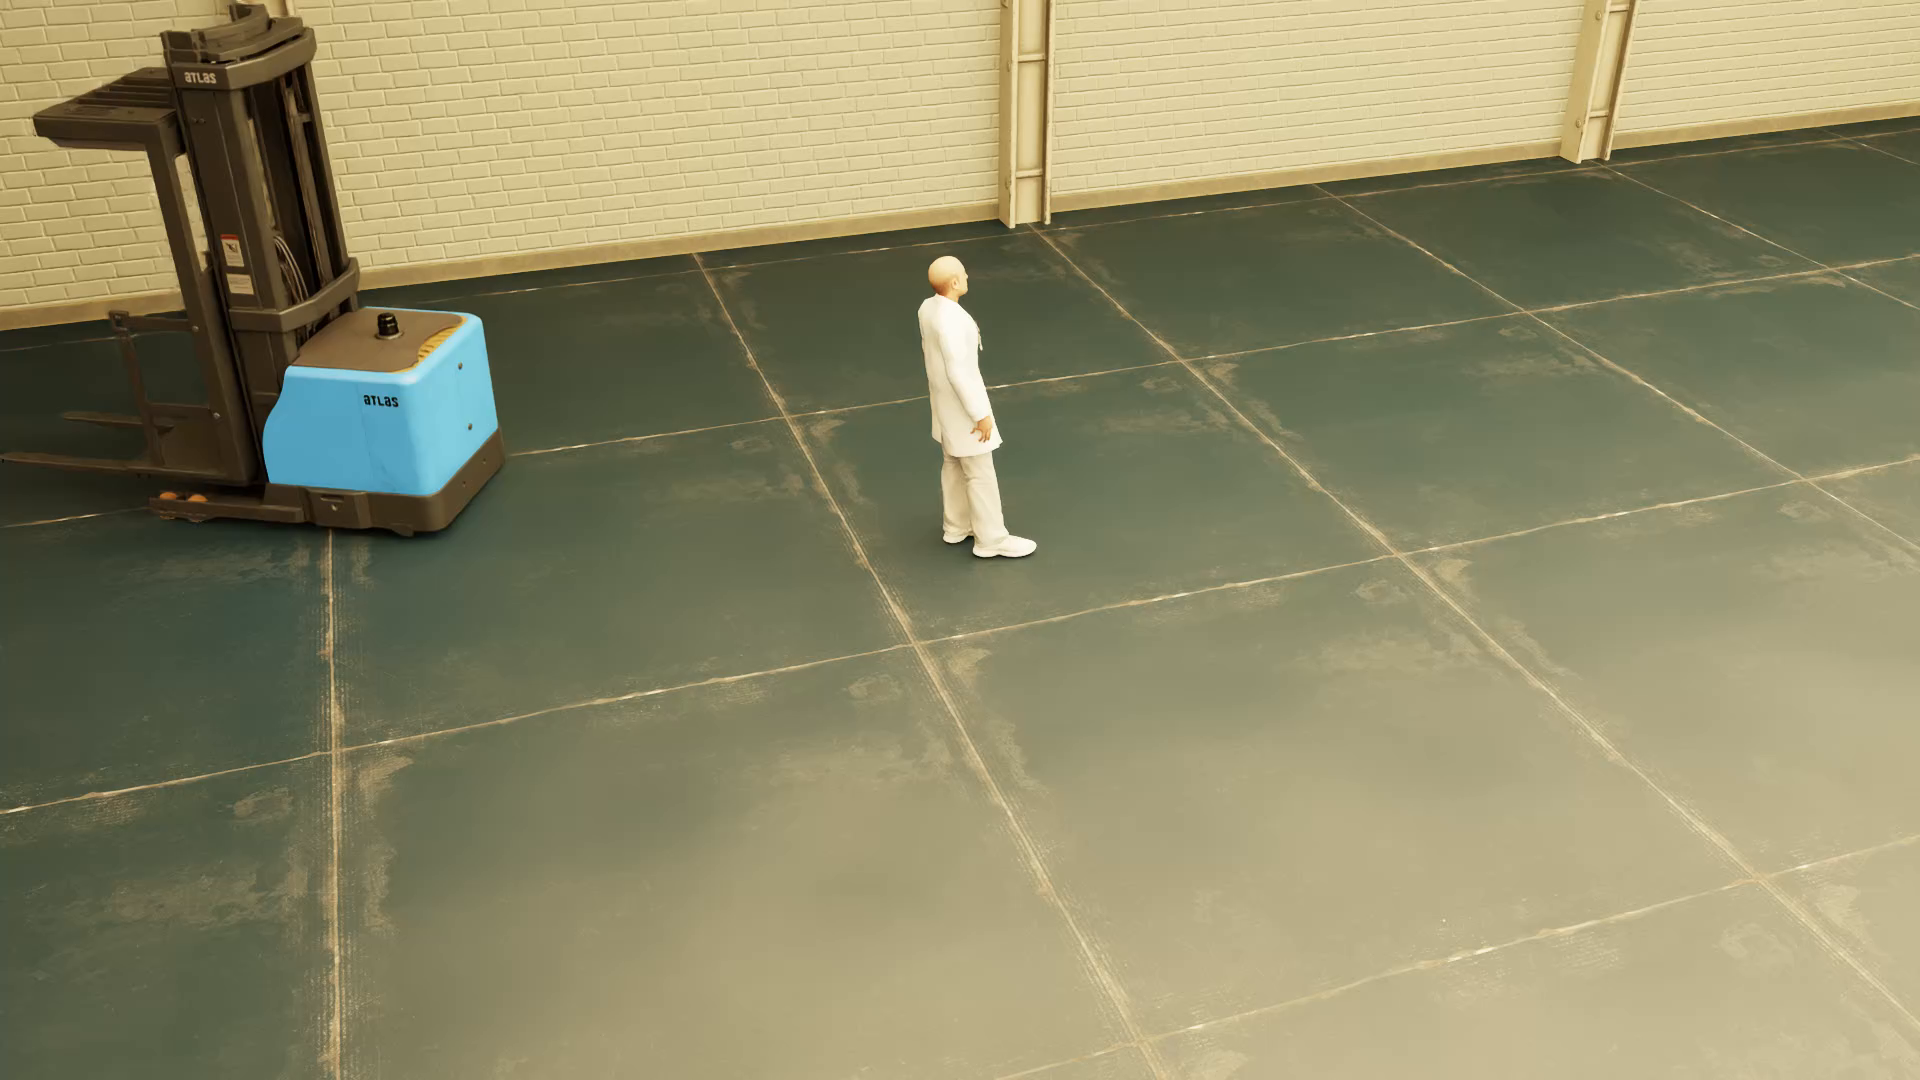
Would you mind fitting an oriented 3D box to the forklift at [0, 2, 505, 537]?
[{"bbox_3d":[-4.511,-1.632,9.924,3.031,2.935,1.130,5,30,8],"label":"forklift"}]

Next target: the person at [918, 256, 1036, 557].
[{"bbox_3d":[0.088,-0.790,9.601,0.578,1.778,0.698,-10,31,-16],"label":"person"}]
